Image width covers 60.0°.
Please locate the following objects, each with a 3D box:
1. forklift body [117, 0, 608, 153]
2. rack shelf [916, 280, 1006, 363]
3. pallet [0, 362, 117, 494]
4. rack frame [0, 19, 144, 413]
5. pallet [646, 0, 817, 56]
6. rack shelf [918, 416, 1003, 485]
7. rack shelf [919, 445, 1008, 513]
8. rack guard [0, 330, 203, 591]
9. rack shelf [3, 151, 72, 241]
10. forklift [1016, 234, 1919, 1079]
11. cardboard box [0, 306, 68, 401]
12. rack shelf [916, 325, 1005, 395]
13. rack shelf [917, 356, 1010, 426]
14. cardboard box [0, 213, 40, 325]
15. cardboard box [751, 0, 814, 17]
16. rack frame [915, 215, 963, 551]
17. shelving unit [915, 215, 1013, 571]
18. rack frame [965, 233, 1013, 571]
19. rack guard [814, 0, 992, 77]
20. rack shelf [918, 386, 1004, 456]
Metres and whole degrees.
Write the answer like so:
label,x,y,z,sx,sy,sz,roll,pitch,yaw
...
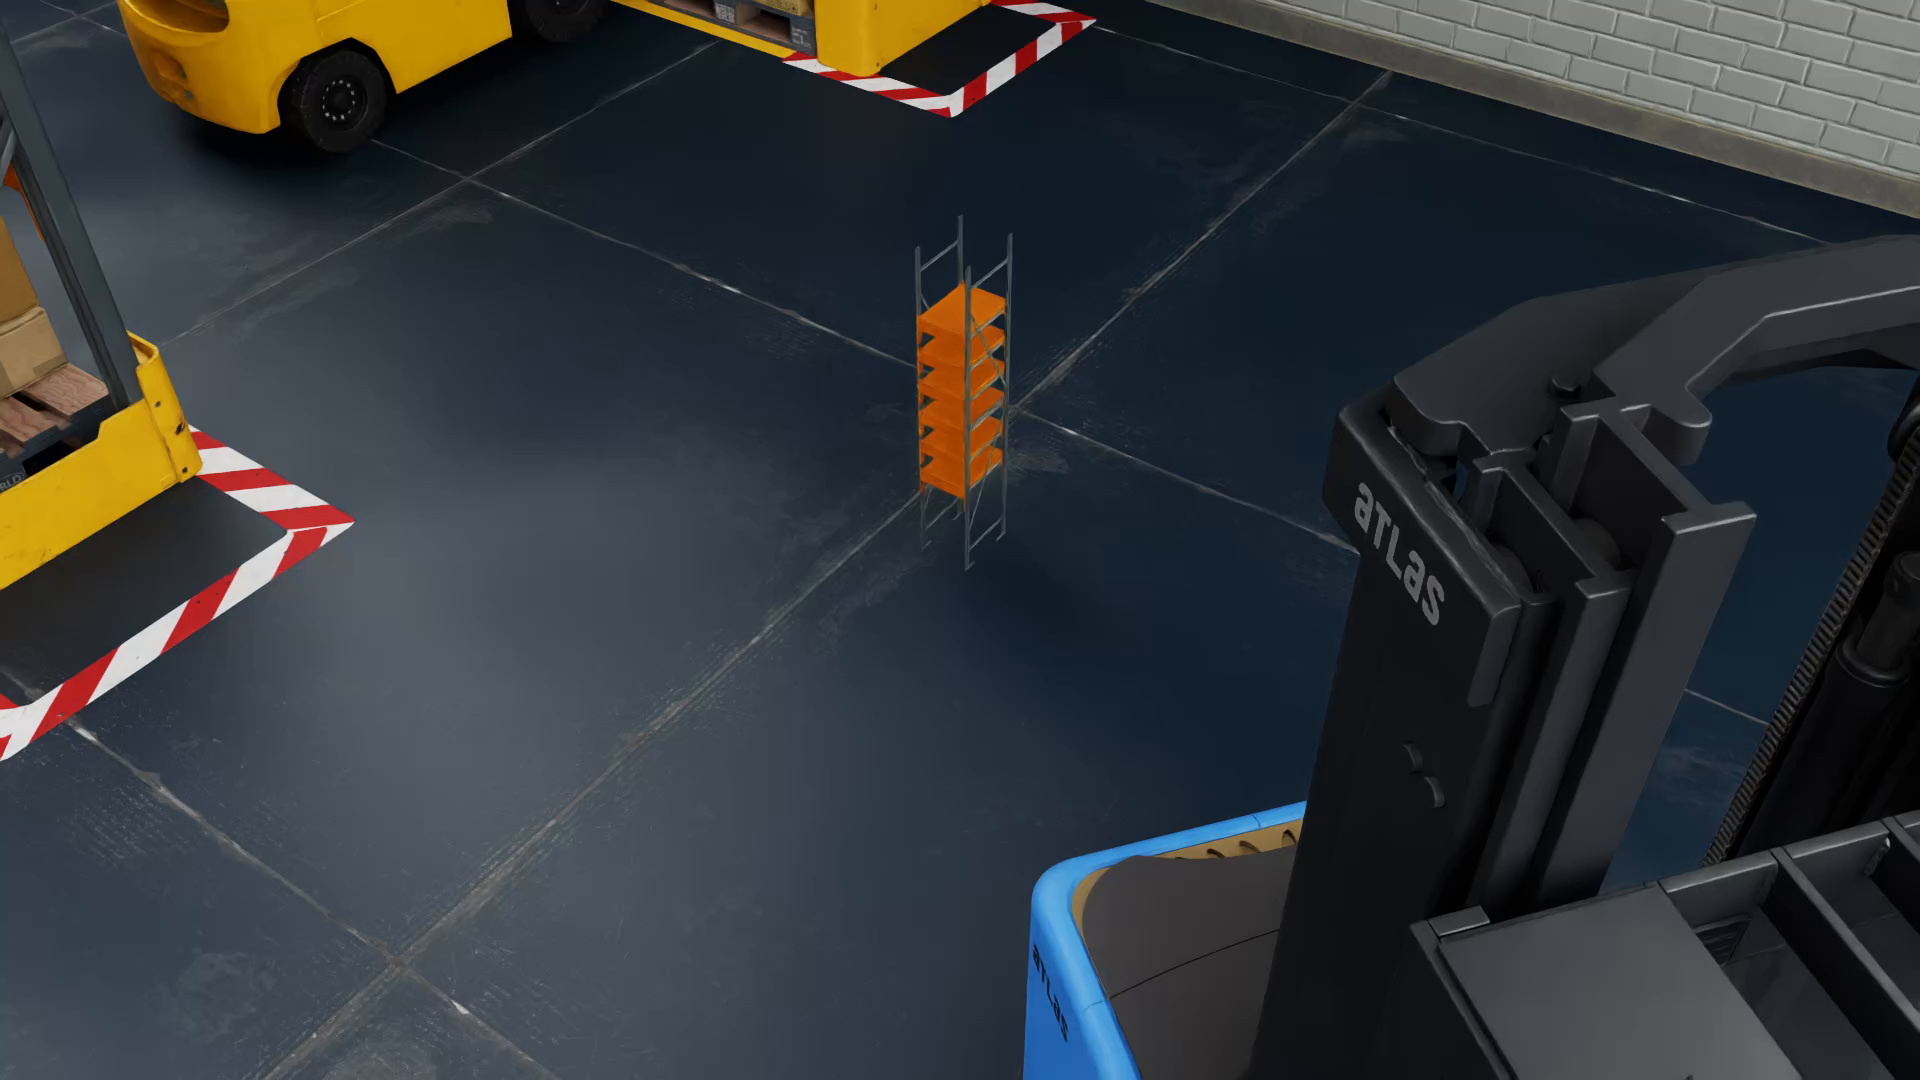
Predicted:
label,x,y,z,sx,sy,sz,roll,pitch,yaw
forklift body,-2.896,-3.233,7.750,1.214,2.155,2.313,25,48,25
rack shelf,0.012,-0.677,5.133,0.180,0.103,0.258,25,48,25
pallet,-3.850,-0.428,6.070,1.213,0.211,1.003,25,48,25
rack frame,-3.143,-1.108,4.738,0.127,3.000,1.000,25,48,25
pallet,-0.946,-3.050,9.000,1.213,0.211,1.003,25,48,25
rack shelf,0.012,-0.319,5.453,0.180,0.103,0.258,25,48,25
rack shelf,0.012,-0.230,5.533,0.180,0.103,0.258,25,48,25
rack guard,-3.205,-0.205,5.604,0.348,0.500,1.175,25,48,25
rack shelf,-4.781,-1.605,5.834,4.000,0.370,1.077,25,48,25
forklift,1.040,1.227,2.180,1.130,2.935,3.031,-11,43,-12
cardboard box,-3.645,-0.699,6.029,0.500,0.250,0.500,25,47,25
rack shelf,0.012,-0.587,5.213,0.180,0.103,0.258,25,48,25
rack shelf,0.012,-0.498,5.293,0.180,0.103,0.258,25,48,25
cardboard box,-3.665,-0.988,5.789,0.500,0.500,0.500,24,47,24
cardboard box,-0.862,-2.958,8.554,0.500,0.250,0.500,25,48,26
rack frame,-0.063,-0.477,5.383,0.006,1.200,0.240,25,48,25
shelving unit,0.012,-0.442,5.344,0.189,1.200,0.258,25,48,25
rack frame,0.087,-0.407,5.305,0.006,1.200,0.240,25,48,25
rack guard,-0.277,-2.878,8.592,0.348,0.500,1.175,25,48,25
rack shelf,0.012,-0.408,5.373,0.180,0.103,0.258,25,48,25
